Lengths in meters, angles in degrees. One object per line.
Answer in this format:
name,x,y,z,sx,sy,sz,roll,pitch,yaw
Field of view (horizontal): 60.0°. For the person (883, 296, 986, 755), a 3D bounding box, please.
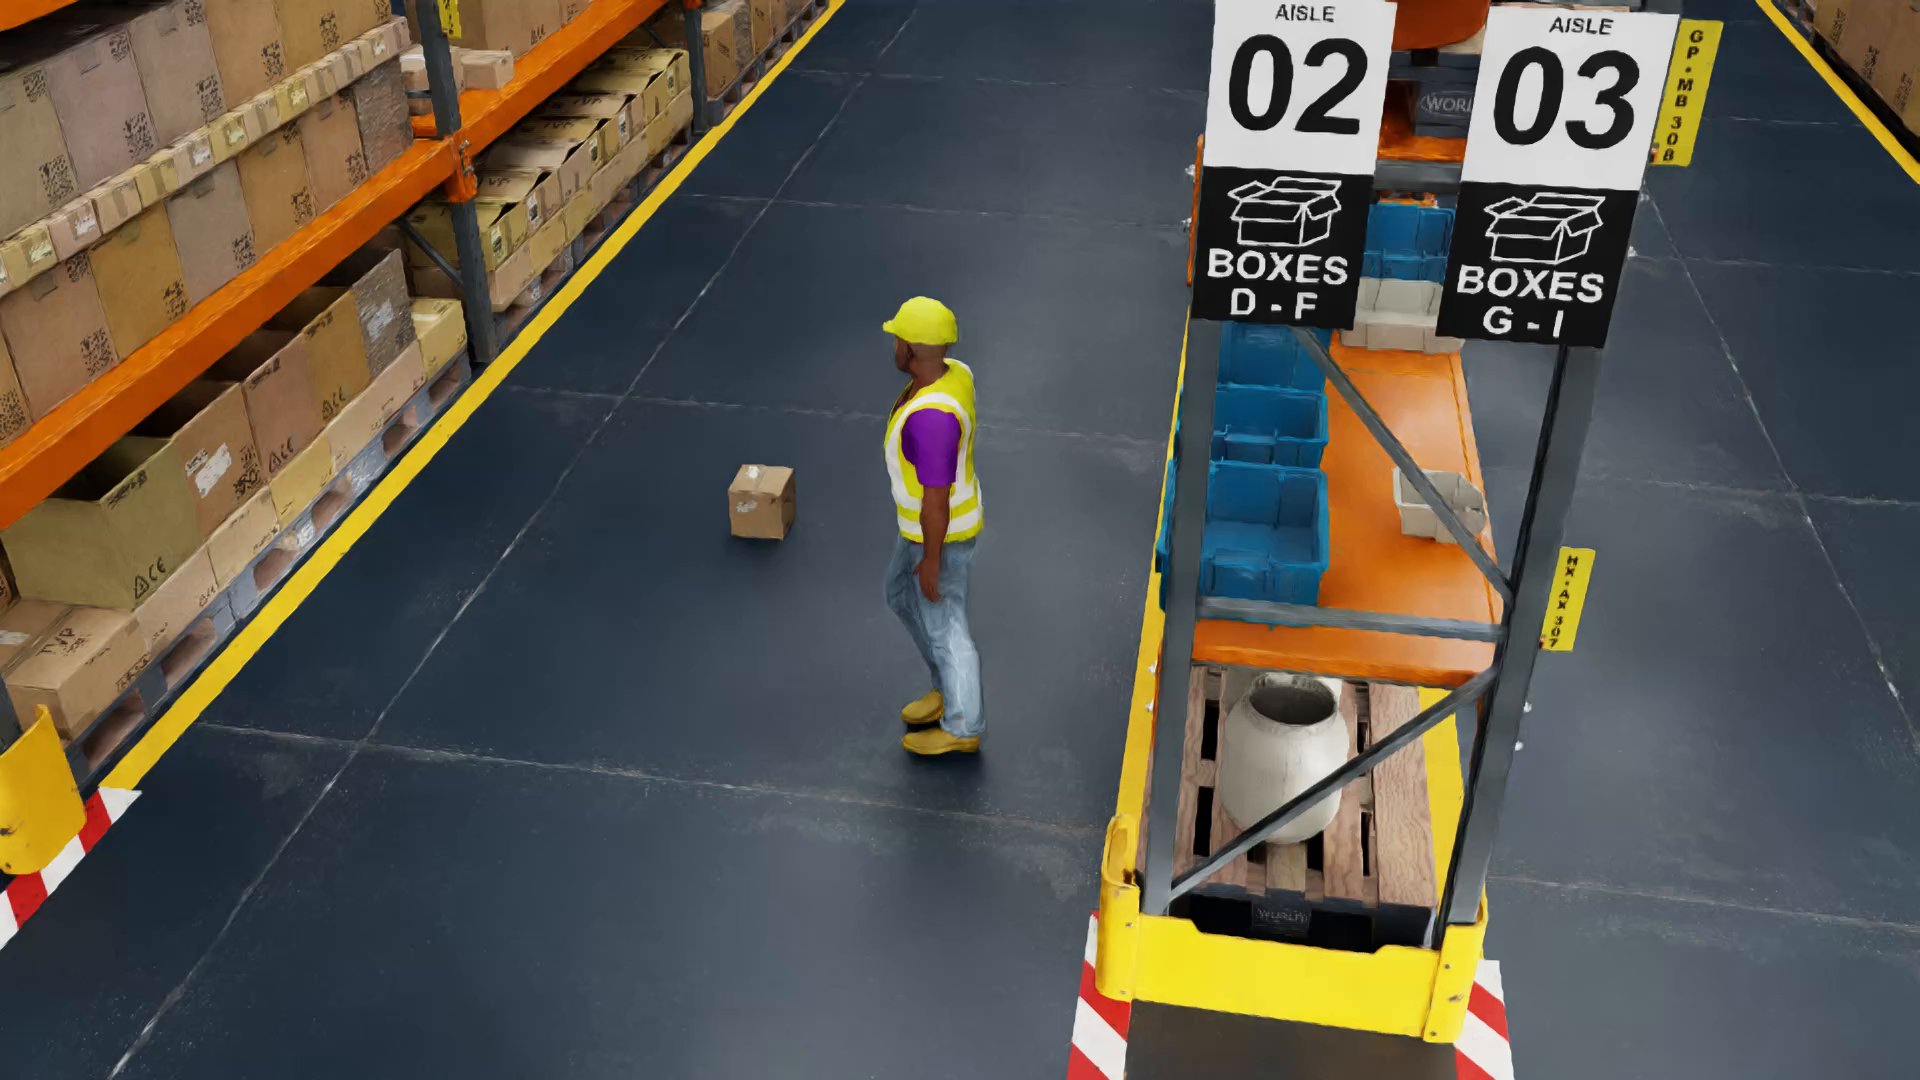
person,-0.092,-0.059,6.201,0.393,1.745,0.627,0,32,0
